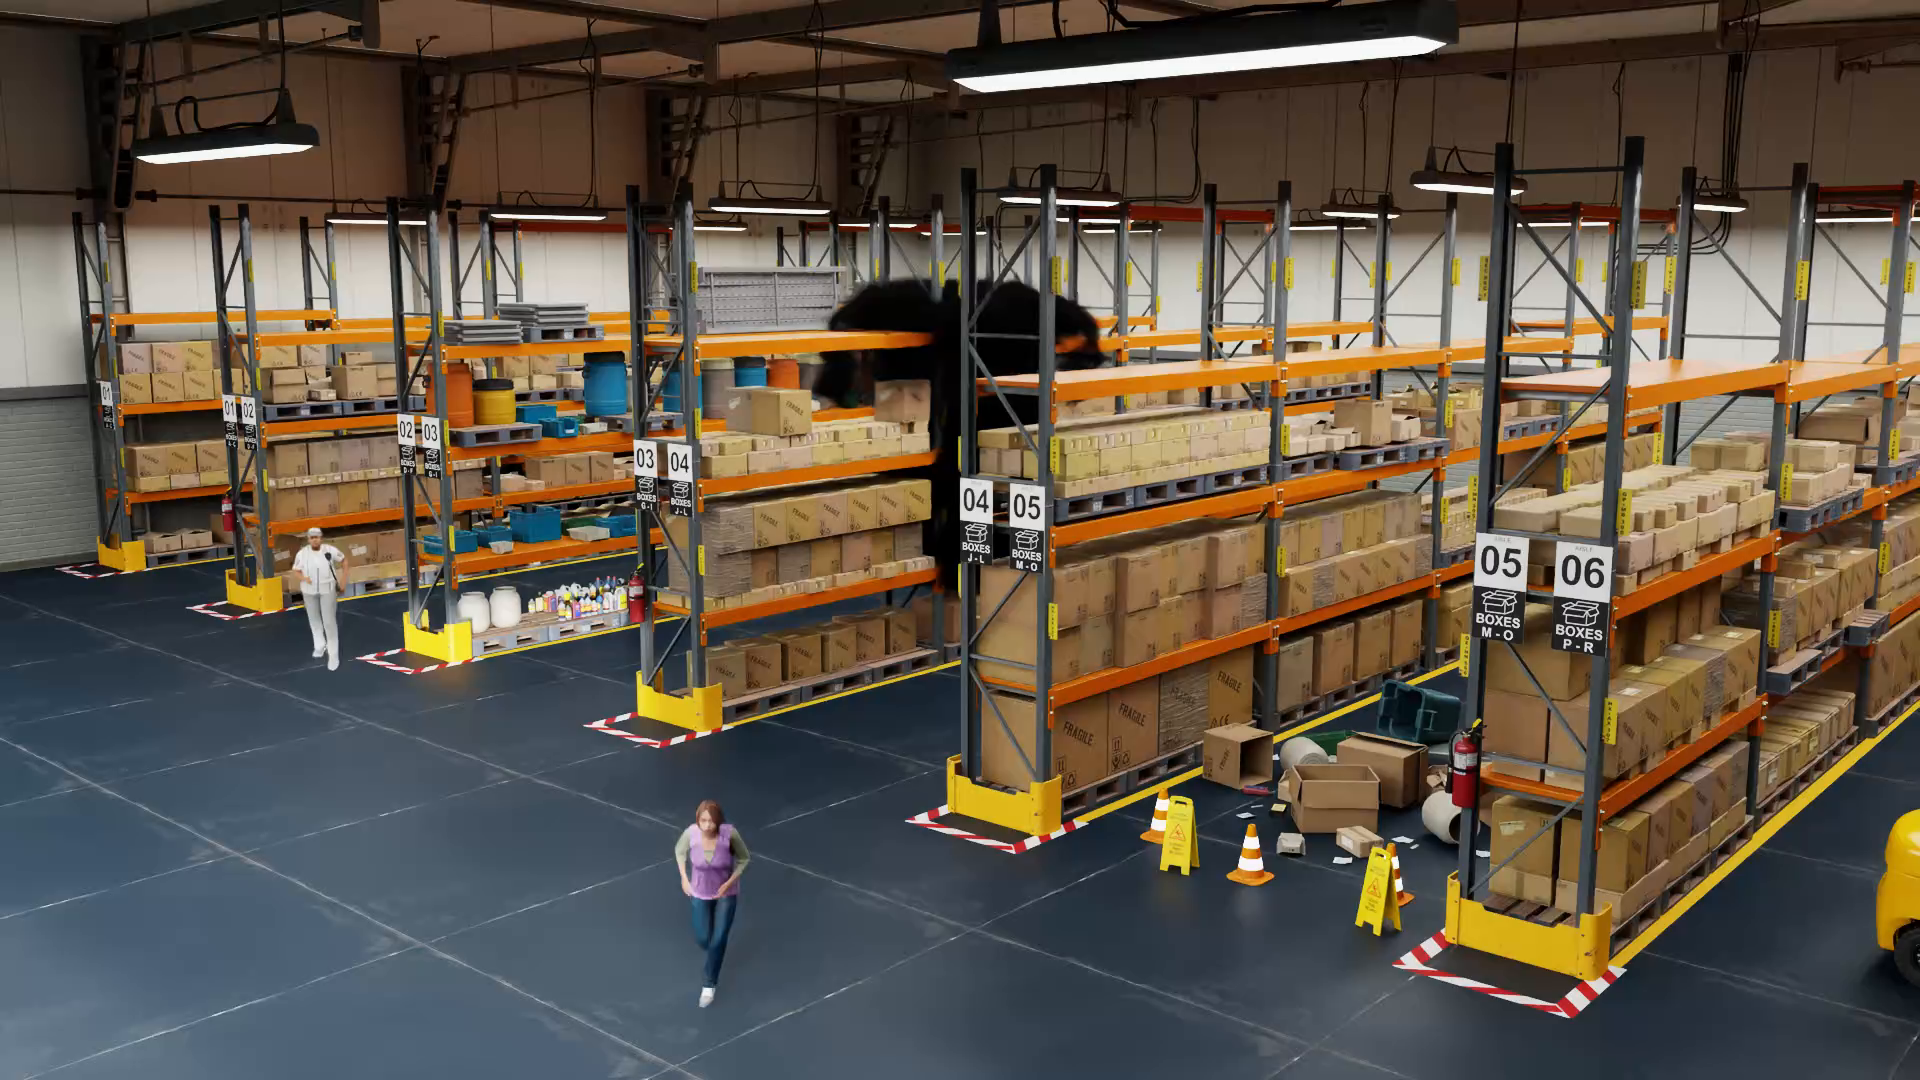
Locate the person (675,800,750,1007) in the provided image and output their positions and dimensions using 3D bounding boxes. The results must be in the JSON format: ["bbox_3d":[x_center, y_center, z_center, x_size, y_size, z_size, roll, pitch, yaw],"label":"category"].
[{"bbox_3d":[-1.743,2.507,11.770,0.532,1.537,0.712,-1,10,-6],"label":"person"}]

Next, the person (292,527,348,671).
[{"bbox_3d":[-7.865,0.719,20.478,0.621,1.785,0.693,-2,10,-14],"label":"person"}]
